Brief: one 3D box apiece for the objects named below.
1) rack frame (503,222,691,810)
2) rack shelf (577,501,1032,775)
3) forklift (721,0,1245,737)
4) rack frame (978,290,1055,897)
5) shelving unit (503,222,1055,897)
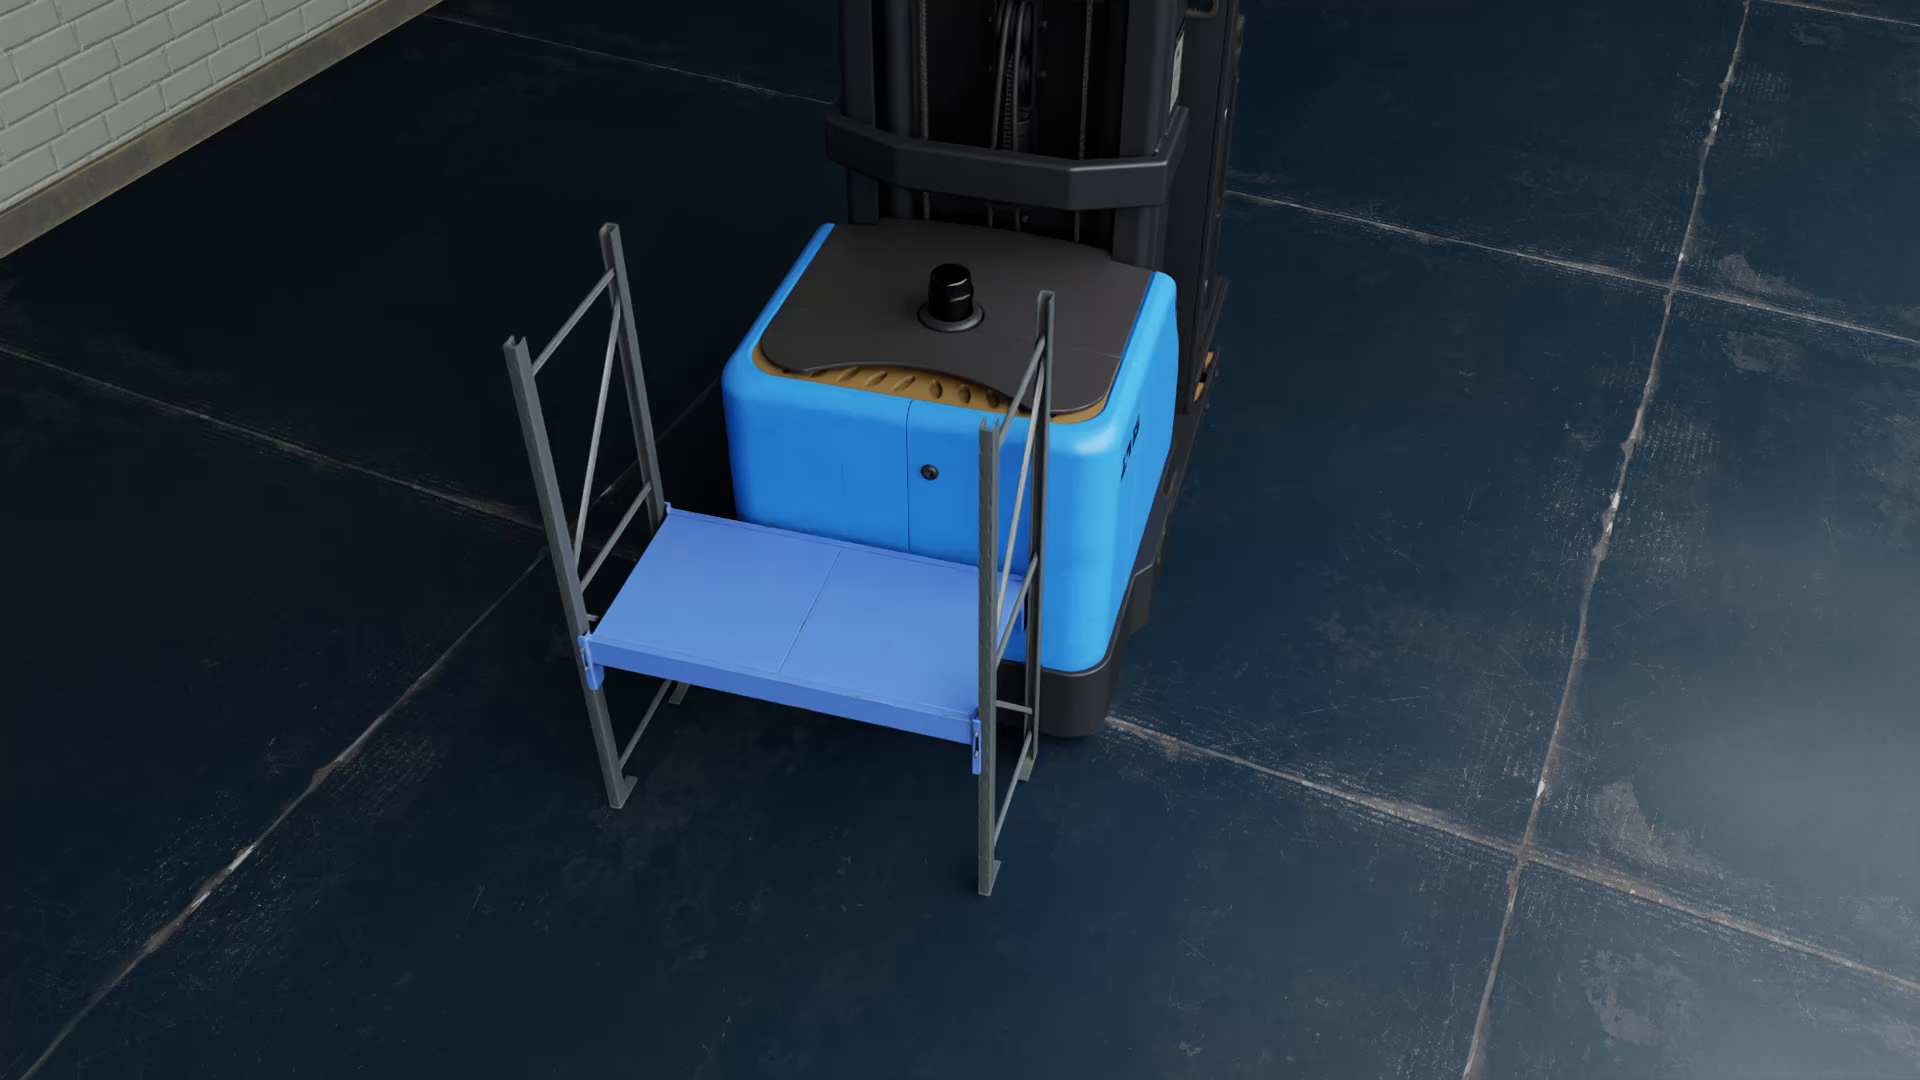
[{"bbox_3d":[-0.852,-0.002,4.097,0.032,1.500,0.500,11,43,12],"label":"rack frame"},{"bbox_3d":[-0.363,0.224,4.111,1.000,0.185,0.538,11,43,12],"label":"rack shelf"},{"bbox_3d":[0.282,-1.547,4.797,1.130,2.935,3.031,11,42,12],"label":"forklift"},{"bbox_3d":[0.124,0.184,3.884,0.032,1.500,0.500,11,43,12],"label":"rack frame"},{"bbox_3d":[-0.364,0.091,3.991,1.048,1.500,0.538,11,43,12],"label":"shelving unit"}]
